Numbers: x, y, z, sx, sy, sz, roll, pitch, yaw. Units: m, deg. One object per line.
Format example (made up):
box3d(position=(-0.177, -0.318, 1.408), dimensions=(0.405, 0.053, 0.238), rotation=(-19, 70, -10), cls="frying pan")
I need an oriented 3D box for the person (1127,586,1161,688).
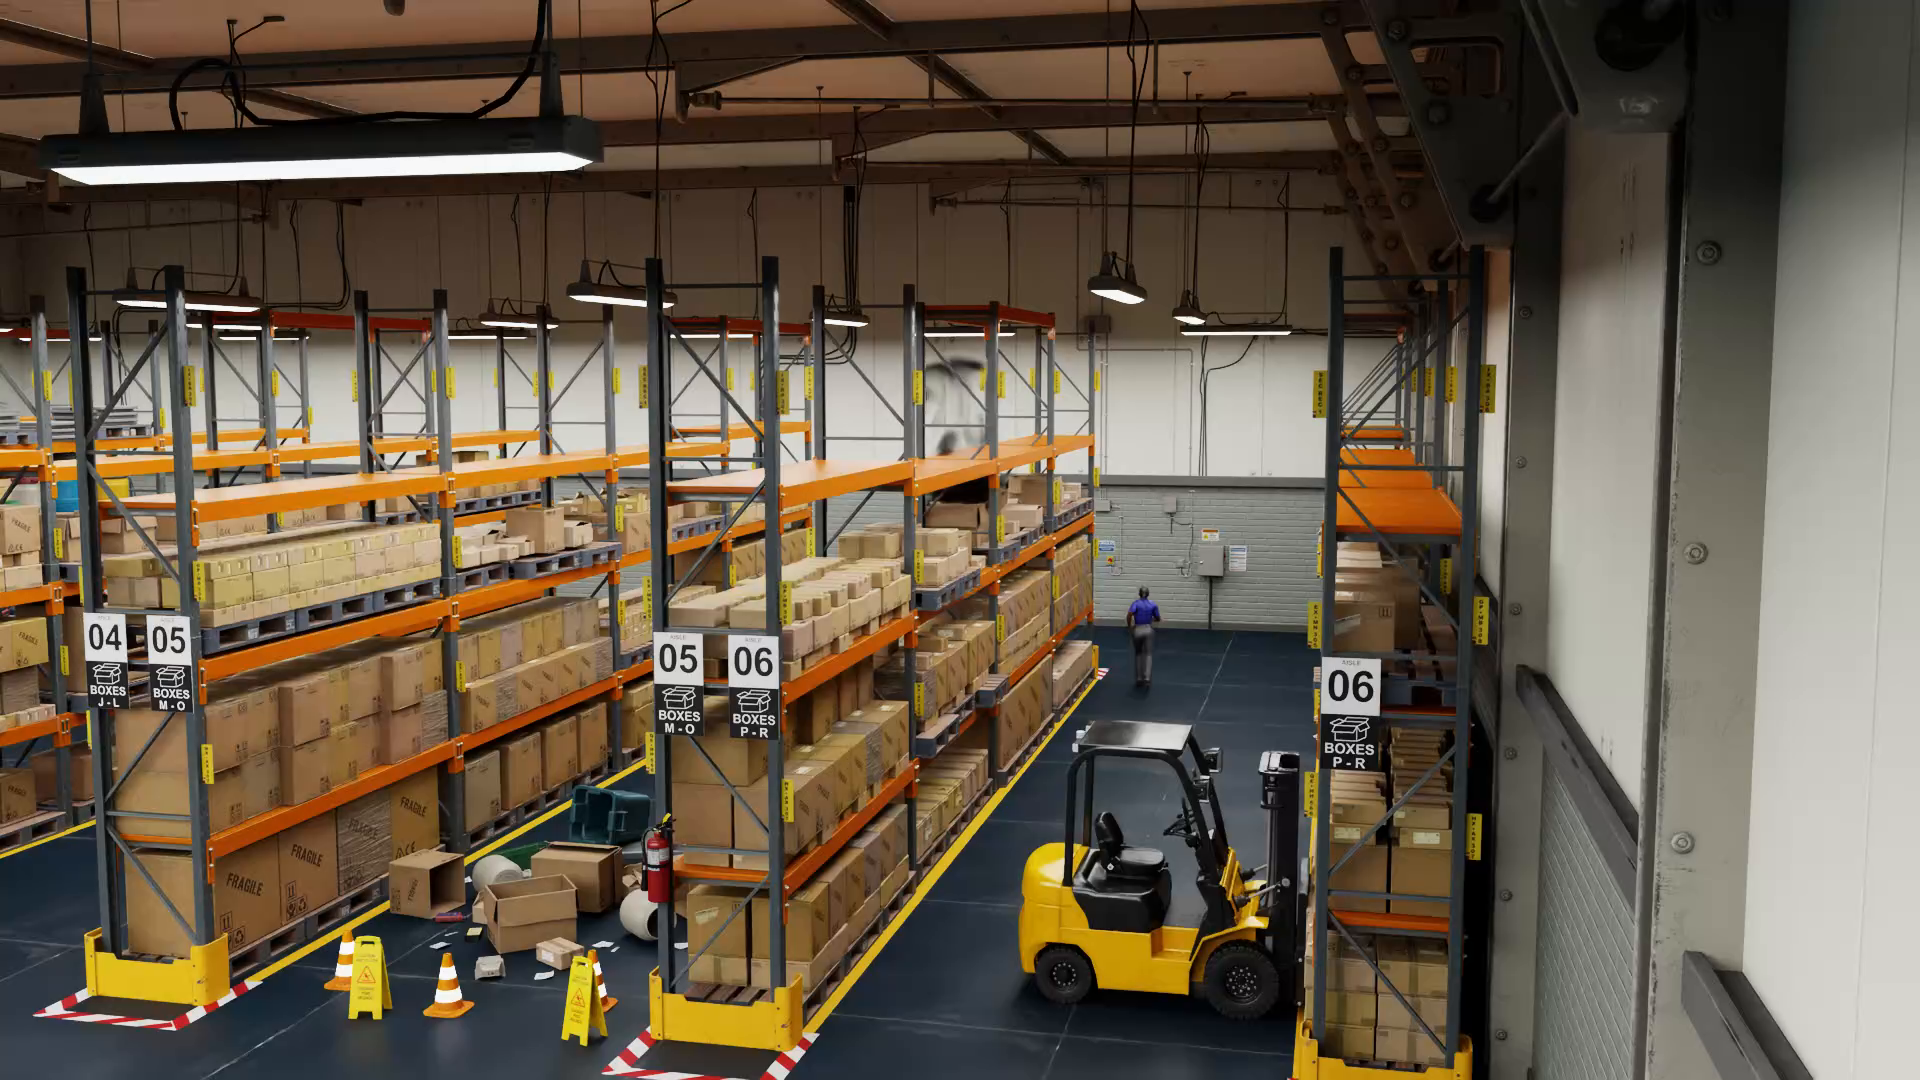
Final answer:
box3d(position=(2.990, 1.585, 27.081), dimensions=(0.558, 1.681, 0.901), rotation=(0, 6, 5), cls="person")
